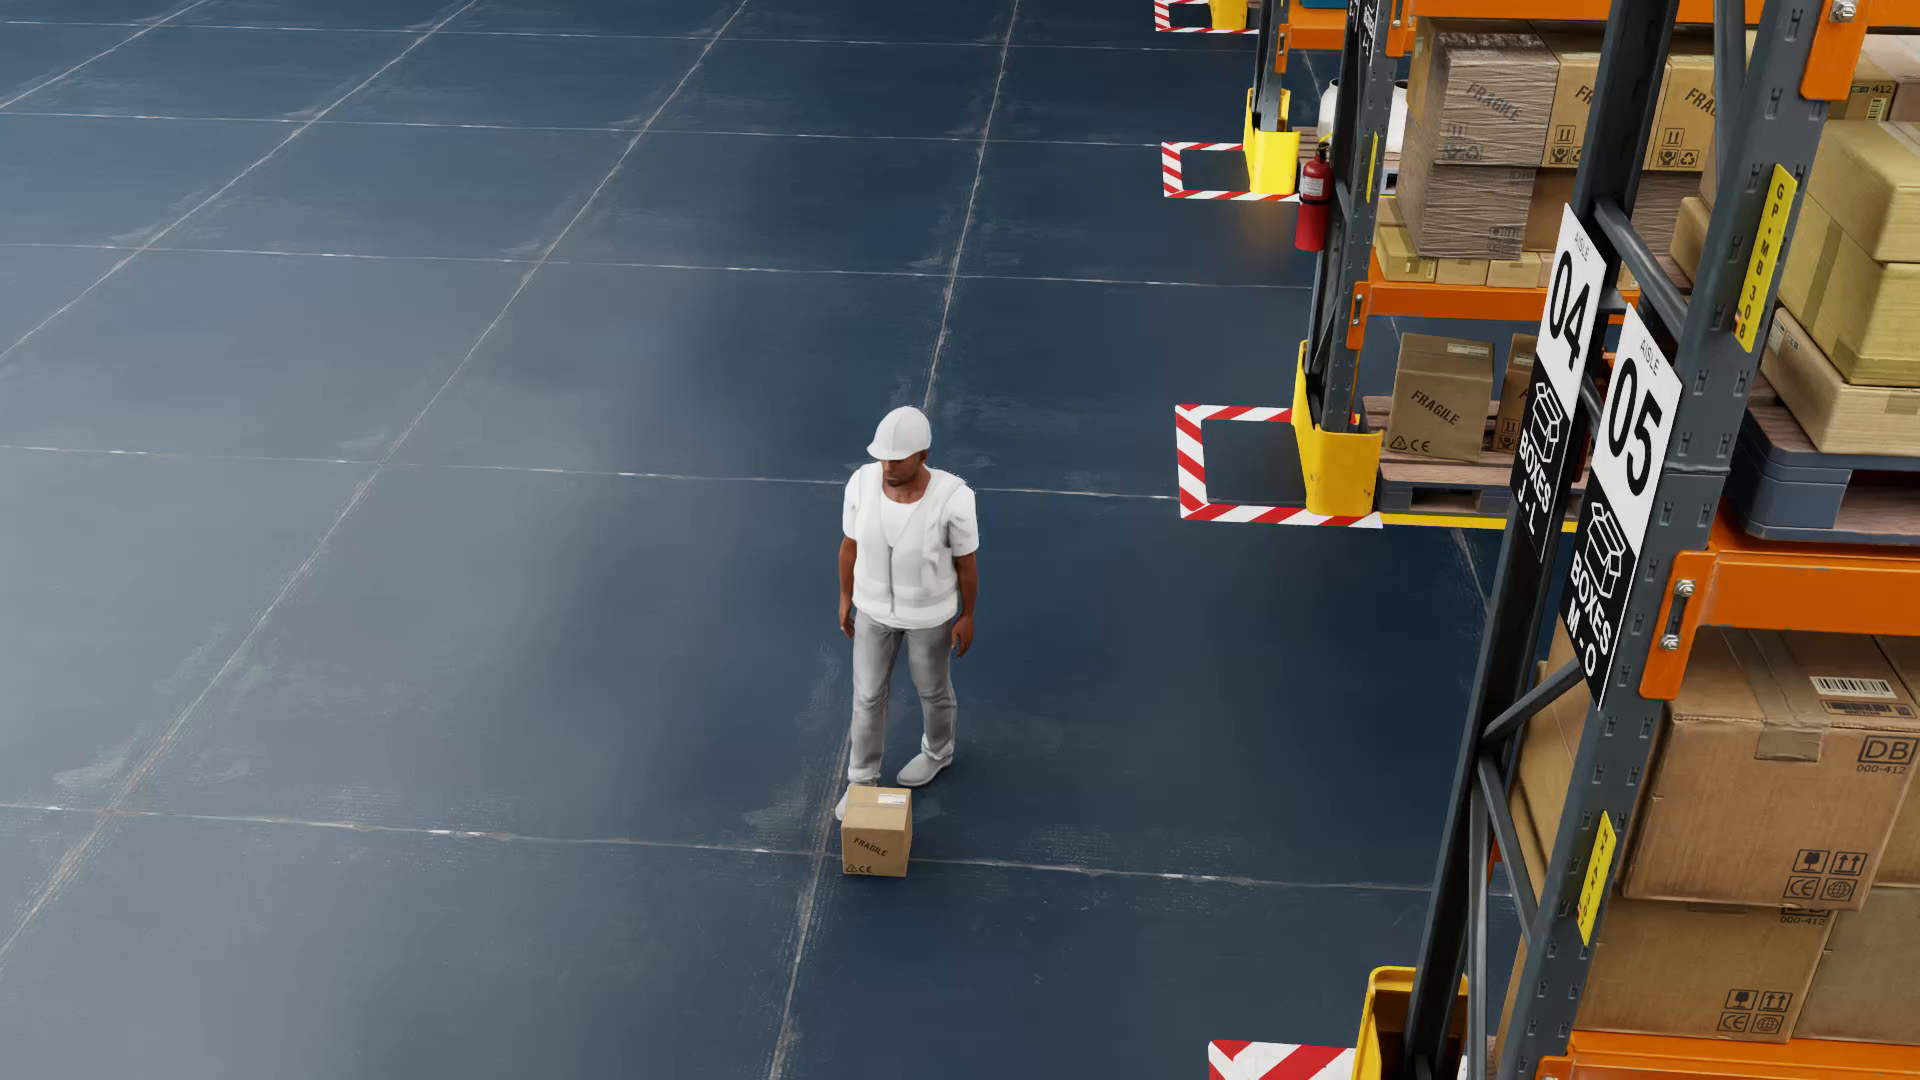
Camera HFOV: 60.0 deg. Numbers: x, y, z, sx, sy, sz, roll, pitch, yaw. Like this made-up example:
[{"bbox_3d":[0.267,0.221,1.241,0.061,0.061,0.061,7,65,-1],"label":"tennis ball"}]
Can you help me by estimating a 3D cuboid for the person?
[{"bbox_3d":[-0.246,0.315,6.599,0.576,1.761,0.611,9,33,15],"label":"person"}]
